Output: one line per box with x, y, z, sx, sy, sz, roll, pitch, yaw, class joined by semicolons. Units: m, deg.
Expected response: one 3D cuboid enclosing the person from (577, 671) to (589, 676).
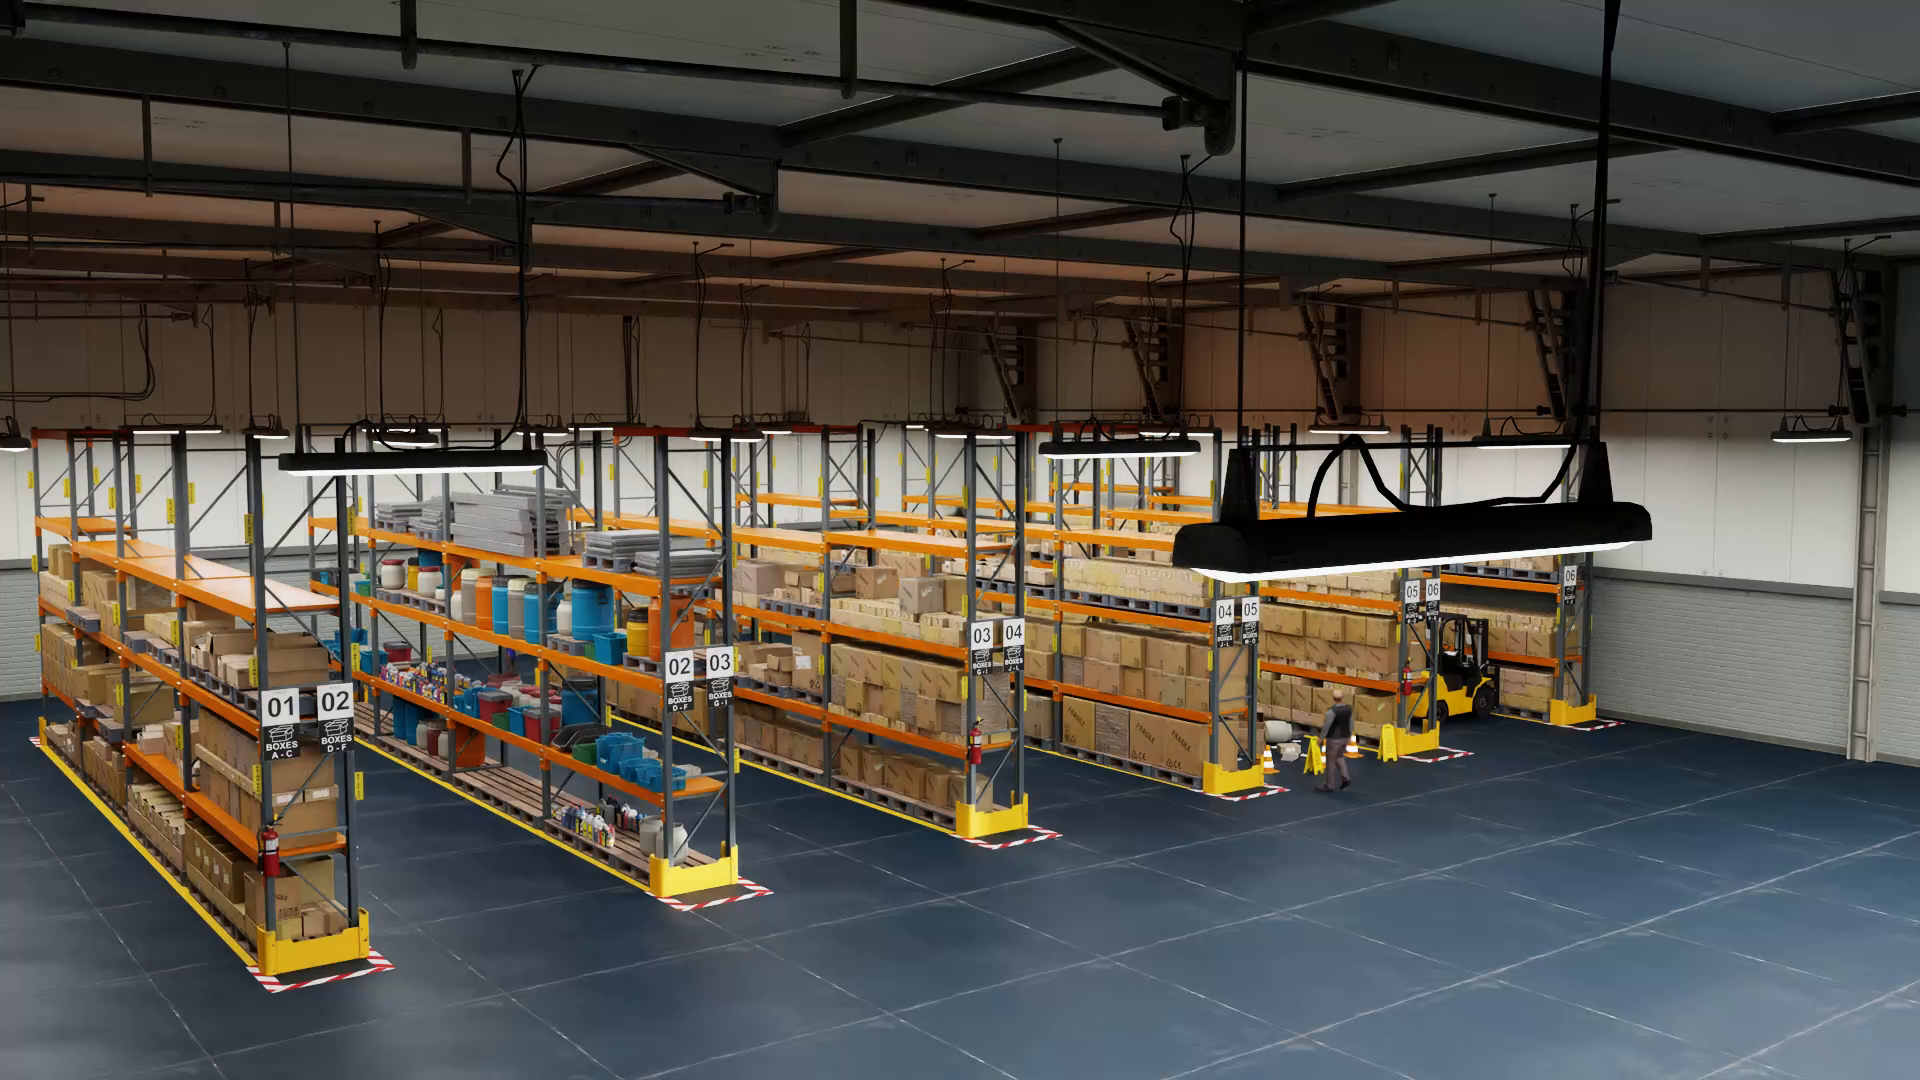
-6.749;3.172;30.177;0.527;1.615;0.406;-1;5;-12;person

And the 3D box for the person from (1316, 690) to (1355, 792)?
6.231;3.310;27.543;0.608;1.715;0.486;-3;5;-33;person

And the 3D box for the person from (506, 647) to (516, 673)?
-9.697;2.701;35.754;0.345;1.671;0.491;0;4;-3;person
